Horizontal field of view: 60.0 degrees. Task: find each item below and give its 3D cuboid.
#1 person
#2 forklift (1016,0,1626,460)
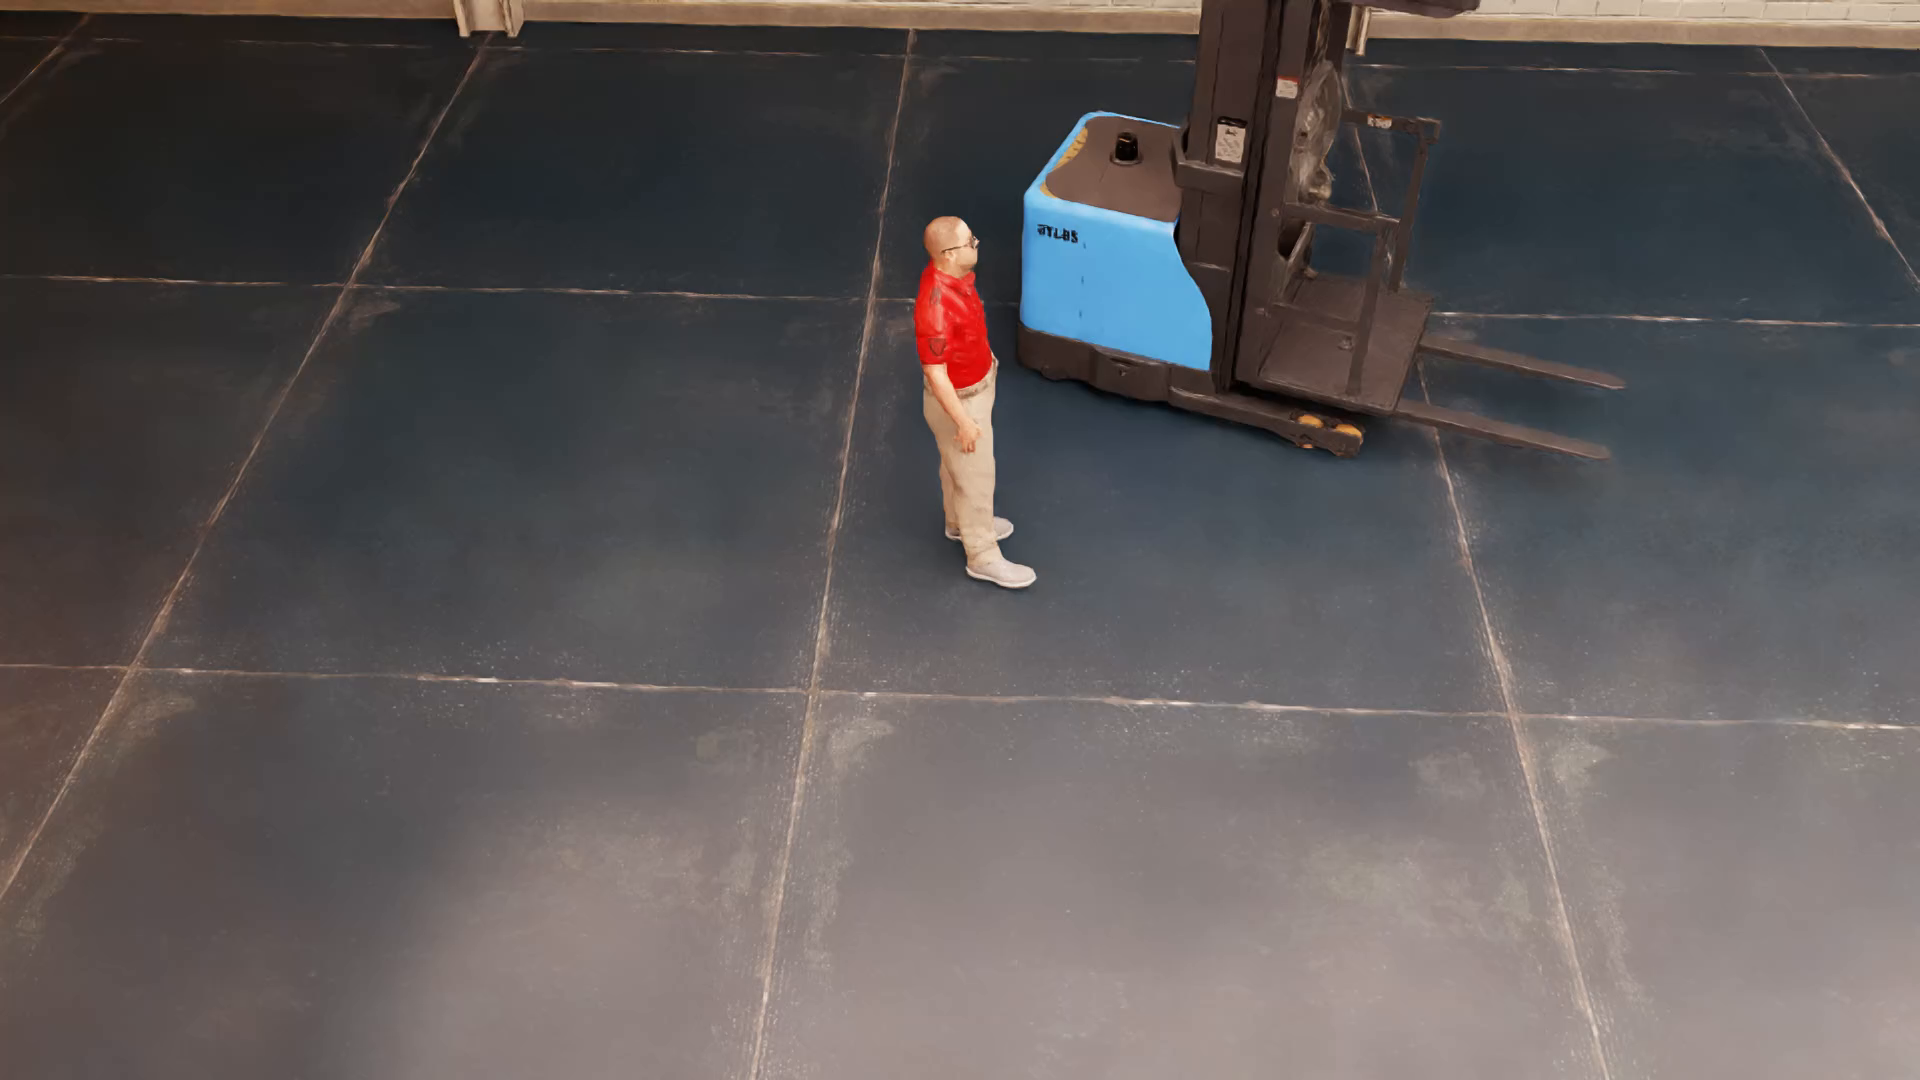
[{"bbox_3d":[0.089,-0.633,7.317,0.550,1.726,0.640,2,42,2],"label":"person"},{"bbox_3d":[1.867,-1.907,7.831,3.031,2.935,1.130,16,45,16],"label":"forklift"}]
